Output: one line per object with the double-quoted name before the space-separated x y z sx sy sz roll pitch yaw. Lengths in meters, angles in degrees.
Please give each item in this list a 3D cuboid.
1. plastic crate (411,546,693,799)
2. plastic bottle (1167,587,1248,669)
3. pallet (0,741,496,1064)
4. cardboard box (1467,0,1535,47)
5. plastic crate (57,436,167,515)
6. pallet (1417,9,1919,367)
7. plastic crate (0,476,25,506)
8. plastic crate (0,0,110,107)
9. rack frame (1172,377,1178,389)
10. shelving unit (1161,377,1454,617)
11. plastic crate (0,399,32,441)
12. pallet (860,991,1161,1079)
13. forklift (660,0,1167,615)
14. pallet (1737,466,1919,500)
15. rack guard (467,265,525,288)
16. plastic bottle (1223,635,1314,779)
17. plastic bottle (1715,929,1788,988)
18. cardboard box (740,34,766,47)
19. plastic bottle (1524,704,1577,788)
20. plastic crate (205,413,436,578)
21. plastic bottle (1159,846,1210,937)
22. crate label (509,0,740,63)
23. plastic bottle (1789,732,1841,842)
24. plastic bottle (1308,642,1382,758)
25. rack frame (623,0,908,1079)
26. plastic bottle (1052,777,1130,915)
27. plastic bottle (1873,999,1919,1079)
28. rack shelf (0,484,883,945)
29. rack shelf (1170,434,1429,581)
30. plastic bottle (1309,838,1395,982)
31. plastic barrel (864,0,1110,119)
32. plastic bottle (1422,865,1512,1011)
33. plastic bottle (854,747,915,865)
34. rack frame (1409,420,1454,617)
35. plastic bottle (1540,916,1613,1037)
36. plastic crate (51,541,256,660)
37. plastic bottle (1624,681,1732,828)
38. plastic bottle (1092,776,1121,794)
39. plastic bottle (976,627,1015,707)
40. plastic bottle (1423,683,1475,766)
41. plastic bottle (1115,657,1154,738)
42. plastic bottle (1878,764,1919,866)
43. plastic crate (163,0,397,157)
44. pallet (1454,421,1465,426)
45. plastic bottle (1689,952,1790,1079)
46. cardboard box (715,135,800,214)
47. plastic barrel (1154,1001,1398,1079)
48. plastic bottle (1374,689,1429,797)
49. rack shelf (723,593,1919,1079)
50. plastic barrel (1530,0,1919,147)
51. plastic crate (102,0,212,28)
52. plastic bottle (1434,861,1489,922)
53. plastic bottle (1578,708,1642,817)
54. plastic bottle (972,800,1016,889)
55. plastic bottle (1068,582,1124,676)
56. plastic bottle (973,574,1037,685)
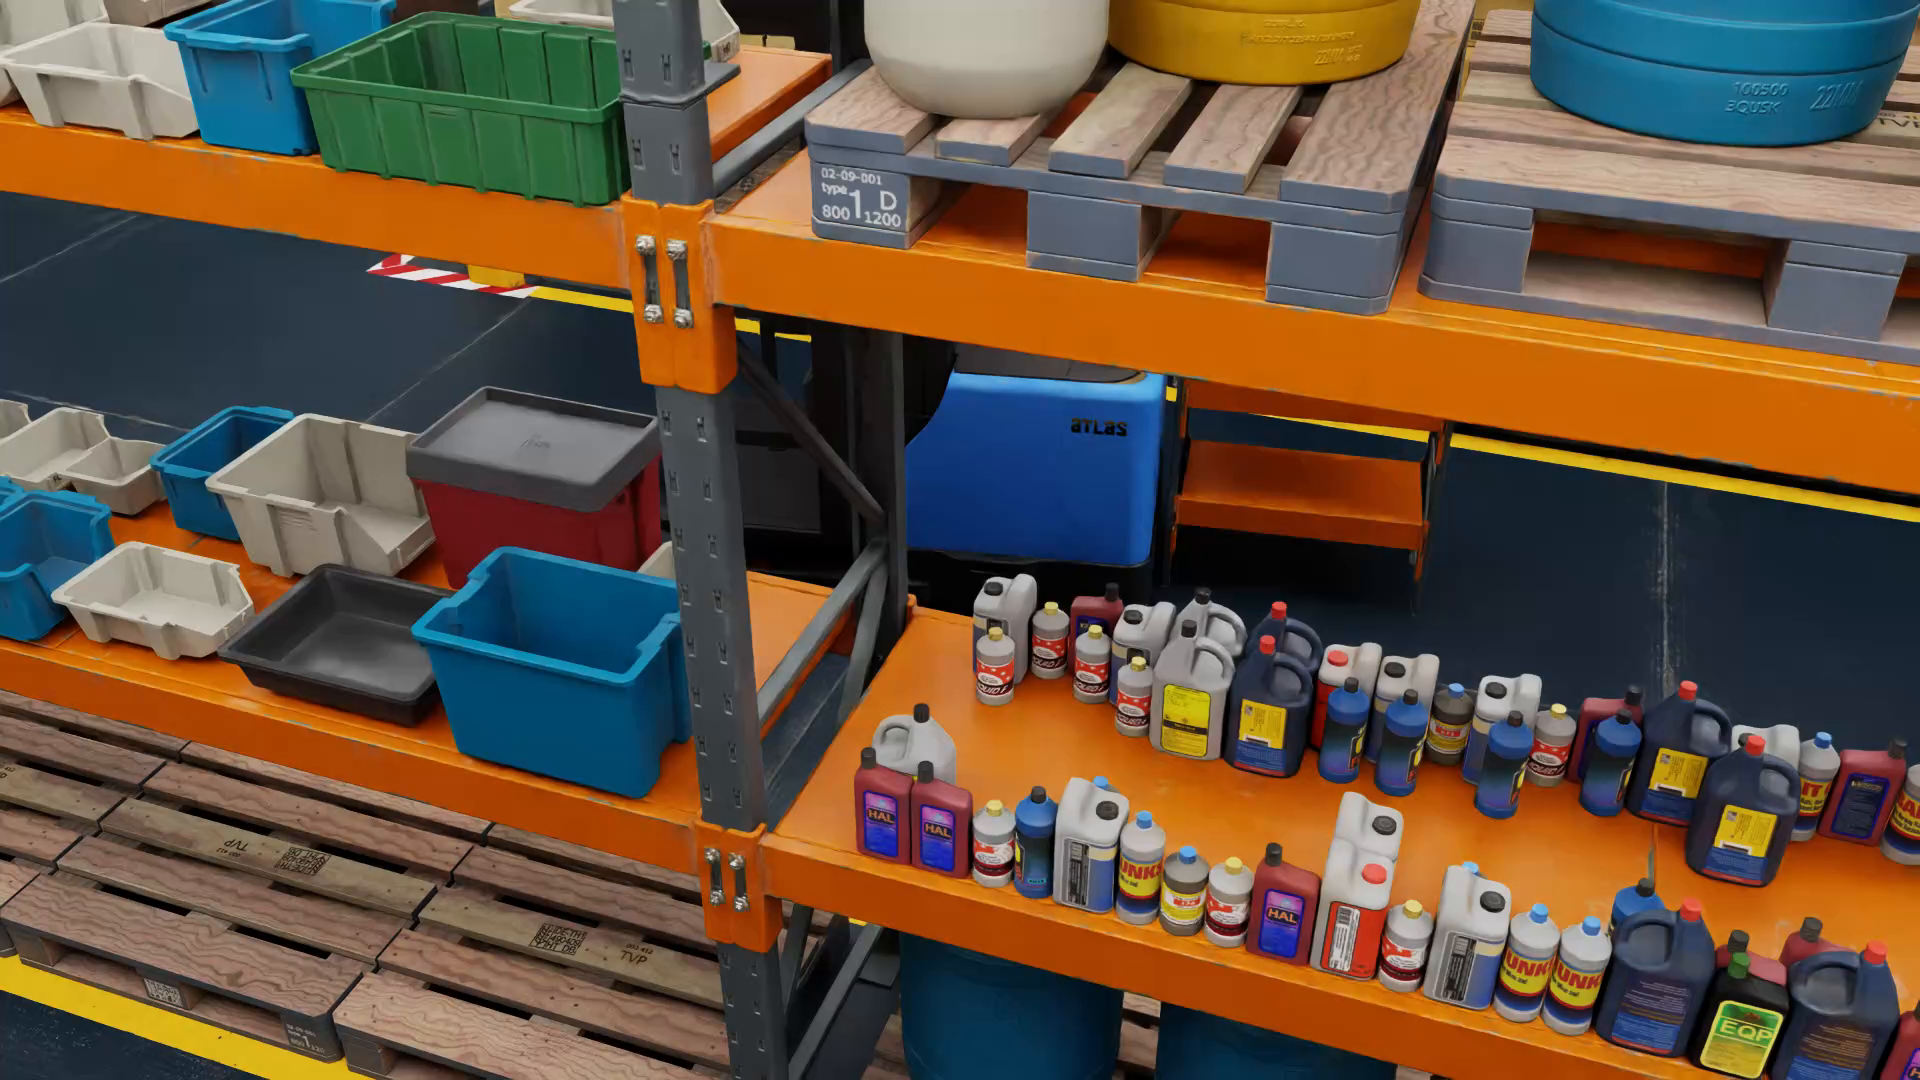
"plastic crate" -0.921 0.323 3.944 0.575 0.384 0.392 11 34 16
"plastic bottle" 0.609 0.274 4.105 0.185 0.351 0.144 11 34 16
"pallet" -2.224 1.087 5.372 1.213 0.211 1.003 11 34 16
"cardboard box" 2.551 -2.496 7.333 0.637 0.503 0.797 11 35 17
"plastic crate" -2.480 -0.193 4.972 0.250 0.136 0.298 11 34 16
"pallet" 1.473 -0.629 2.867 1.213 0.211 1.003 11 34 16
"plastic crate" -2.771 0.020 4.553 0.300 0.233 0.416 11 34 16
"plastic crate" -2.150 -1.127 3.573 0.530 0.282 0.437 11 34 16
"rack frame" 1.304 -2.276 8.010 0.127 3.000 1.000 11 34 16
"shelving unit" 1.404 -0.349 6.754 1.048 1.125 0.538 7 33 10
"plastic crate" -3.035 -0.277 5.101 0.243 0.136 0.396 11 34 16
"pallet" 0.346 1.587 4.598 1.213 0.211 1.003 11 34 16
"forklift" -0.668 -1.263 6.504 3.031 2.935 1.130 5 33 8
"pallet" 4.353 -0.556 7.916 1.213 0.211 1.003 11 34 16
"rack guard" -2.484 -1.963 9.829 0.348 0.500 1.175 11 34 16
"plastic bottle" 0.735 0.382 3.939 0.185 0.351 0.144 11 34 16
"plastic bottle" 1.519 0.879 3.231 0.133 0.283 0.061 11 34 16
"cardboard box" -1.137 -2.659 8.467 0.500 0.250 0.500 10 34 15
"plastic bottle" 1.396 0.477 3.930 0.097 0.201 0.097 0 33 0
"plastic crate" -1.742 -0.096 4.688 0.530 0.282 0.437 11 34 16
"plastic bottle" 0.477 0.735 3.529 0.097 0.201 0.097 0 33 0
"crate label" -0.730 -1.134 3.718 0.466 0.136 0.293 11 34 16
"plastic bottle" 1.914 0.548 3.755 0.097 0.271 0.097 0 33 0
"plastic bottle" 0.932 0.371 4.024 0.135 0.276 0.152 11 34 16
"rack frame" -0.366 0.253 4.093 0.127 3.000 1.000 11 34 16
"plastic bottle" 0.285 0.651 3.591 0.135 0.276 0.152 11 34 16
"plastic bottle" 1.798 0.968 3.092 0.133 0.283 0.061 11 34 16
"rack shelf" -2.249 0.189 4.855 4.000 0.370 1.077 11 34 16
"rack shelf" 1.404 -0.144 6.886 1.000 0.278 0.538 7 33 10
"plastic bottle" 0.812 0.753 3.432 0.135 0.276 0.152 11 34 16
"plastic barrel" 0.044 -1.017 2.781 0.433 0.535 0.433 0 33 0
"plastic bottle" 1.031 0.796 3.366 0.135 0.276 0.152 11 34 16
"plastic bottle" -0.165 0.587 3.684 0.133 0.283 0.061 11 34 16
"rack frame" 1.901 -0.292 6.666 0.032 1.125 0.500 7 33 10
"plastic bottle" 1.222 0.851 3.285 0.097 0.271 0.097 0 33 0
"plastic crate" -2.107 0.173 4.404 0.466 0.136 0.293 11 34 16
"plastic bottle" 1.646 0.476 3.793 0.185 0.351 0.144 11 34 16
"plastic bottle" 0.310 0.615 3.715 0.097 0.201 0.097 0 33 0
"plastic bottle" 0.089 0.310 4.187 0.097 0.201 0.097 0 33 0
"plastic bottle" 1.177 0.434 3.995 0.097 0.201 0.097 0 33 0
"plastic bottle" 0.433 0.377 4.084 0.097 0.201 0.097 0 33 0
"plastic bottle" 2.131 0.590 3.689 0.097 0.271 0.097 0 33 0
"plastic crate" -1.331 -0.941 3.331 0.300 0.233 0.416 11 34 16
"pallet" 2.056 -1.002 8.608 1.213 0.211 1.003 11 34 16
"plastic bottle" 1.499 0.910 3.183 0.133 0.283 0.061 11 34 16
"cardboard box" -0.975 -2.049 9.230 0.875 0.875 0.875 11 34 16
"plastic barrel" 0.806 1.196 4.180 0.708 0.901 0.600 11 34 16
"plastic bottle" 1.034 0.465 3.884 0.097 0.271 0.097 0 33 0
"rack shelf" 1.516 0.921 3.722 4.000 0.370 1.077 11 34 16
"plastic barrel" 1.292 -1.160 2.667 0.708 0.901 0.600 11 34 16
"plastic crate" -2.103 -1.377 4.095 0.530 0.136 0.437 11 34 16
"plastic bottle" 1.055 0.760 3.490 0.097 0.201 0.097 0 33 0
"plastic bottle" 1.501 0.503 3.825 0.097 0.271 0.097 0 33 0
"plastic bottle" 0.075 0.657 3.650 0.097 0.201 0.097 0 33 0
"plastic bottle" 0.347 0.228 4.239 0.133 0.283 0.061 11 34 16
"plastic bottle" 0.114 0.212 4.271 0.135 0.276 0.152 11 34 16
